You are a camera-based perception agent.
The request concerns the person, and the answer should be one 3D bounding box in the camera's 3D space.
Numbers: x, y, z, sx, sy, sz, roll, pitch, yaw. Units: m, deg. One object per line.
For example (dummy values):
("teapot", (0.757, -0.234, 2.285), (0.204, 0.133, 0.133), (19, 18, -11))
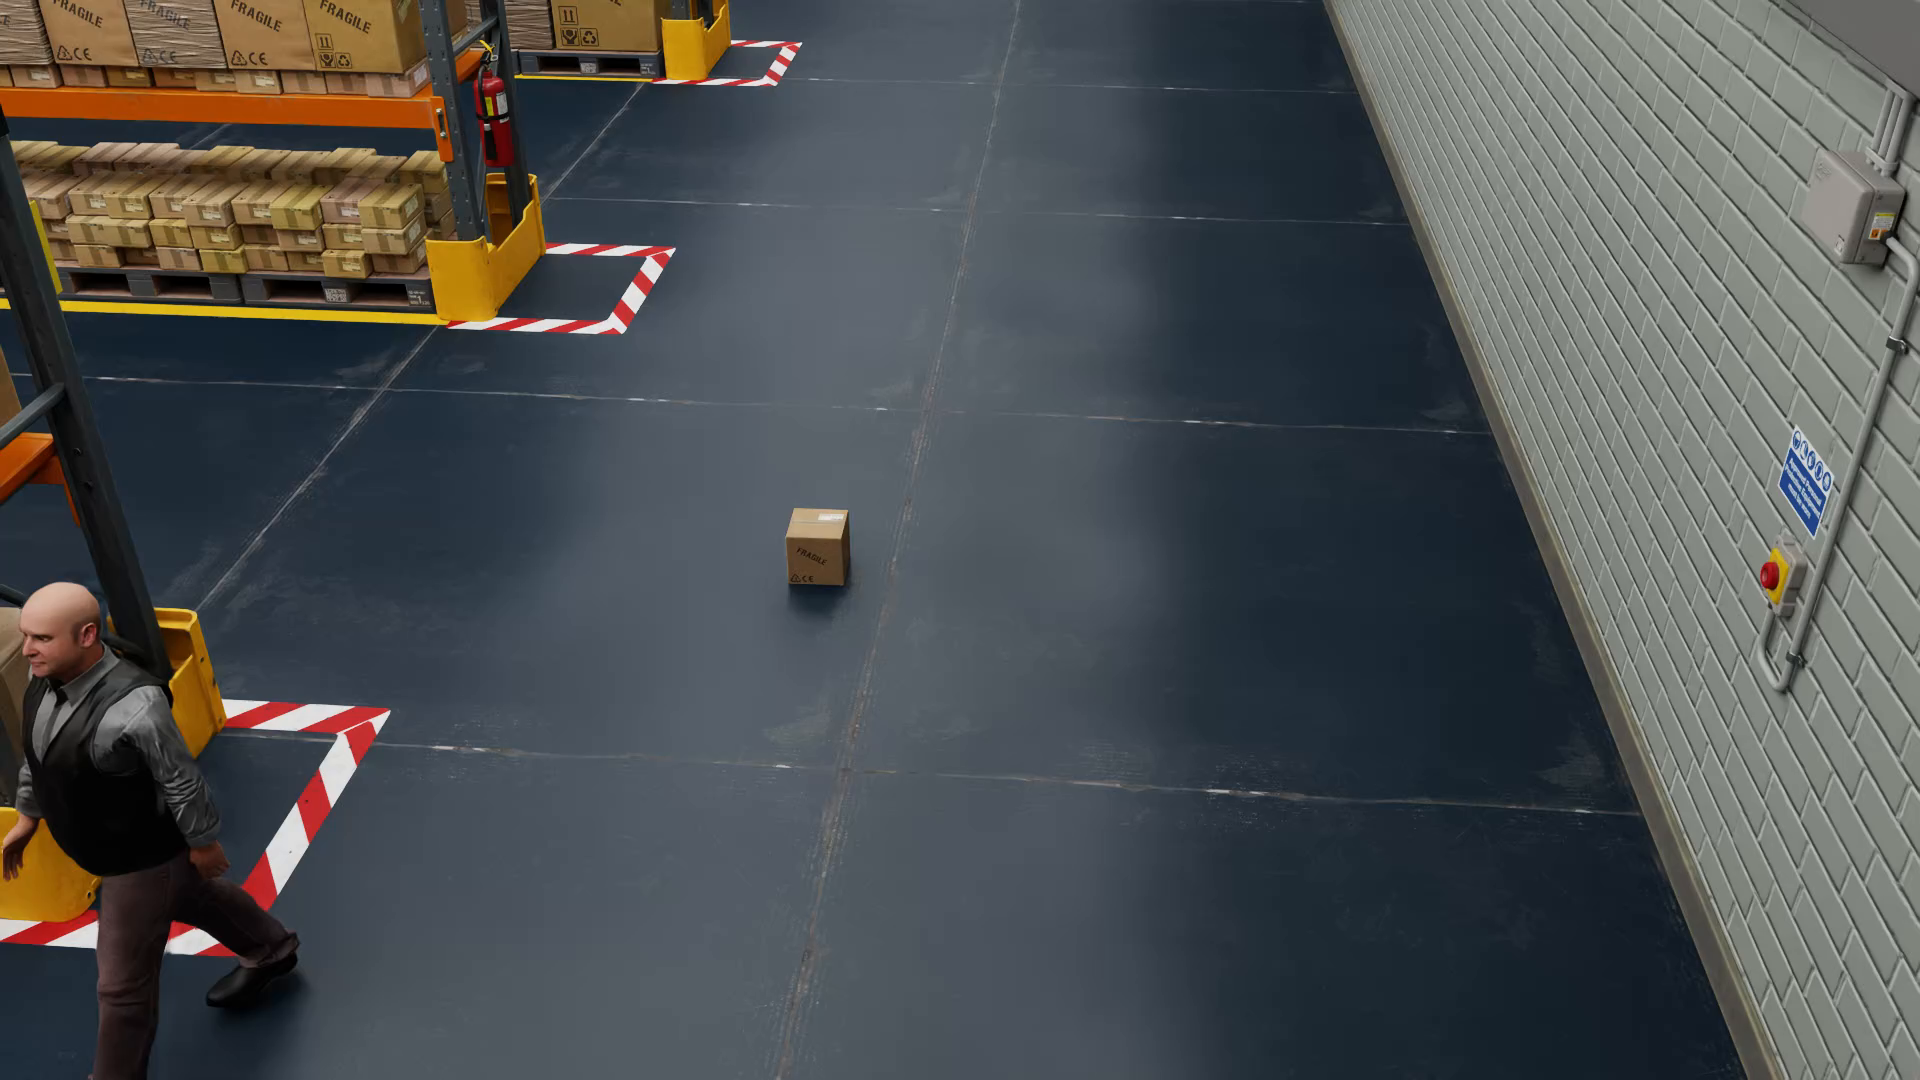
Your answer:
("person", (-2.441, 0.879, 4.709), (0.553, 1.671, 0.968), (21, 38, 31))
